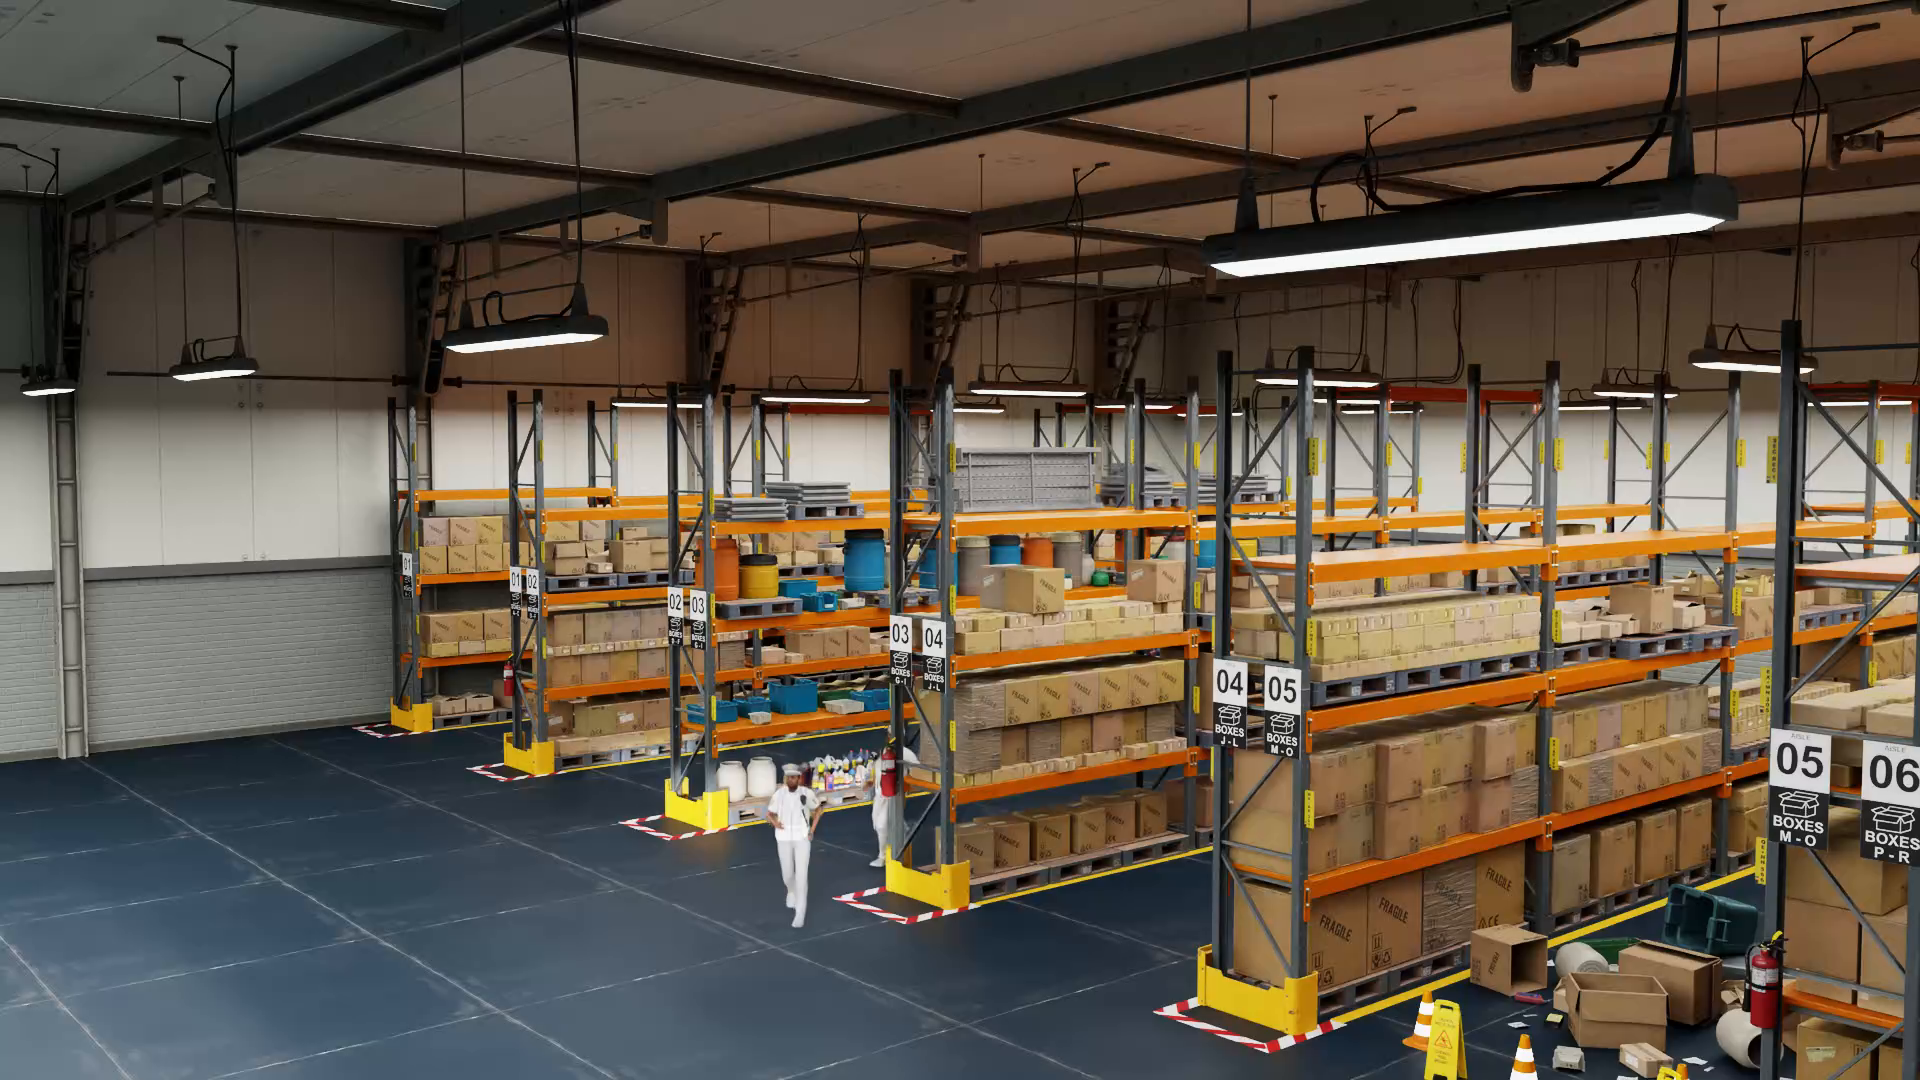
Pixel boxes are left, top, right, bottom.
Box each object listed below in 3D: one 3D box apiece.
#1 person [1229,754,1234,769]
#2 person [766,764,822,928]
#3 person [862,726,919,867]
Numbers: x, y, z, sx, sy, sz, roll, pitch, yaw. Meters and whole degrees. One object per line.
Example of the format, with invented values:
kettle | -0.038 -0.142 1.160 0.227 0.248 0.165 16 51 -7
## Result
person | 4.074 2.845 25.715 0.536 1.690 0.788 3 4 37
person | -1.806 3.268 18.071 0.601 1.724 0.807 0 3 -2
person | -0.833 3.111 20.388 0.695 1.716 0.737 3 5 44
